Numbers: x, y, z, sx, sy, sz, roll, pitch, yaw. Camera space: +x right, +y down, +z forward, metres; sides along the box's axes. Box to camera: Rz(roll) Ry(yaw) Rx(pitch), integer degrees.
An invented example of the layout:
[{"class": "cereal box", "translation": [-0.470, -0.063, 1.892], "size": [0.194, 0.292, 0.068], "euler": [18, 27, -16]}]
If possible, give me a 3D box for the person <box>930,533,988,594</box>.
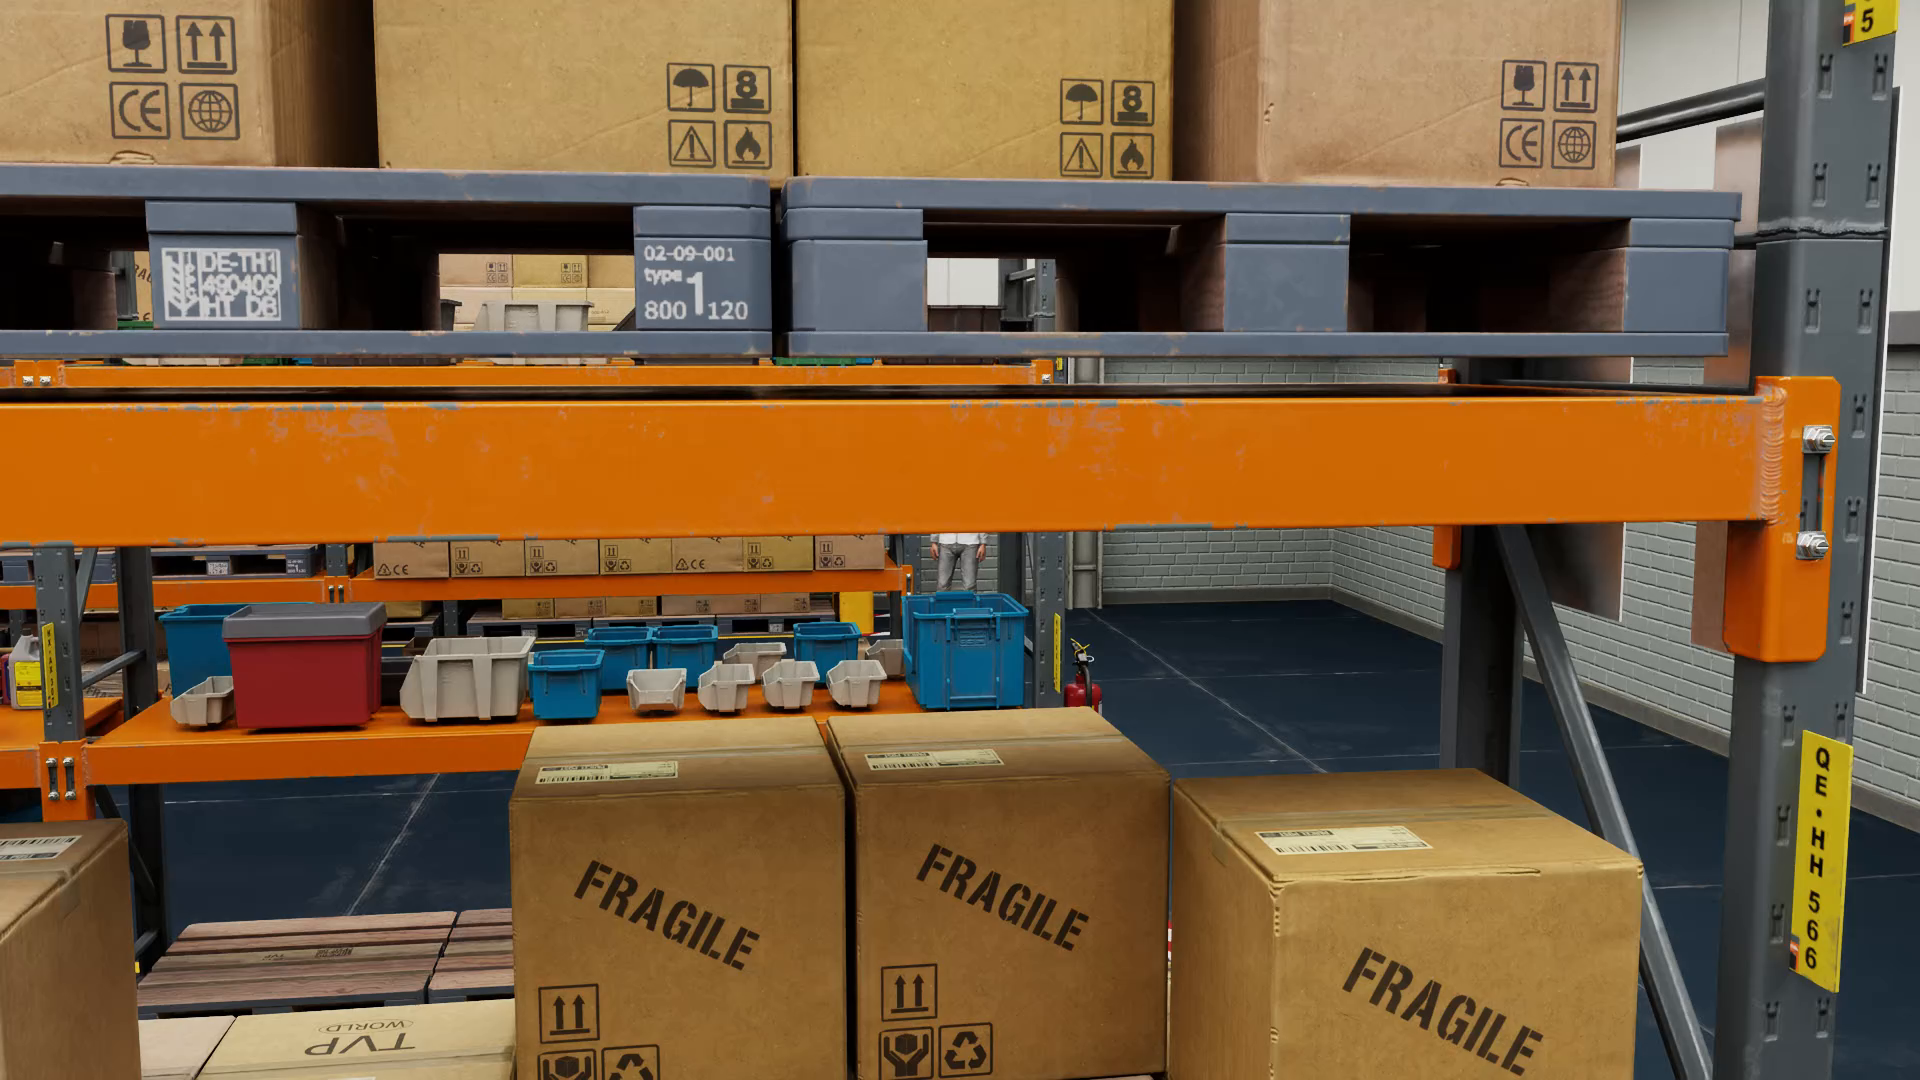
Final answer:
[{"class": "person", "translation": [-0.010, 0.063, 17.032], "size": [0.589, 1.772, 0.461], "euler": [1, 7, 10]}]
